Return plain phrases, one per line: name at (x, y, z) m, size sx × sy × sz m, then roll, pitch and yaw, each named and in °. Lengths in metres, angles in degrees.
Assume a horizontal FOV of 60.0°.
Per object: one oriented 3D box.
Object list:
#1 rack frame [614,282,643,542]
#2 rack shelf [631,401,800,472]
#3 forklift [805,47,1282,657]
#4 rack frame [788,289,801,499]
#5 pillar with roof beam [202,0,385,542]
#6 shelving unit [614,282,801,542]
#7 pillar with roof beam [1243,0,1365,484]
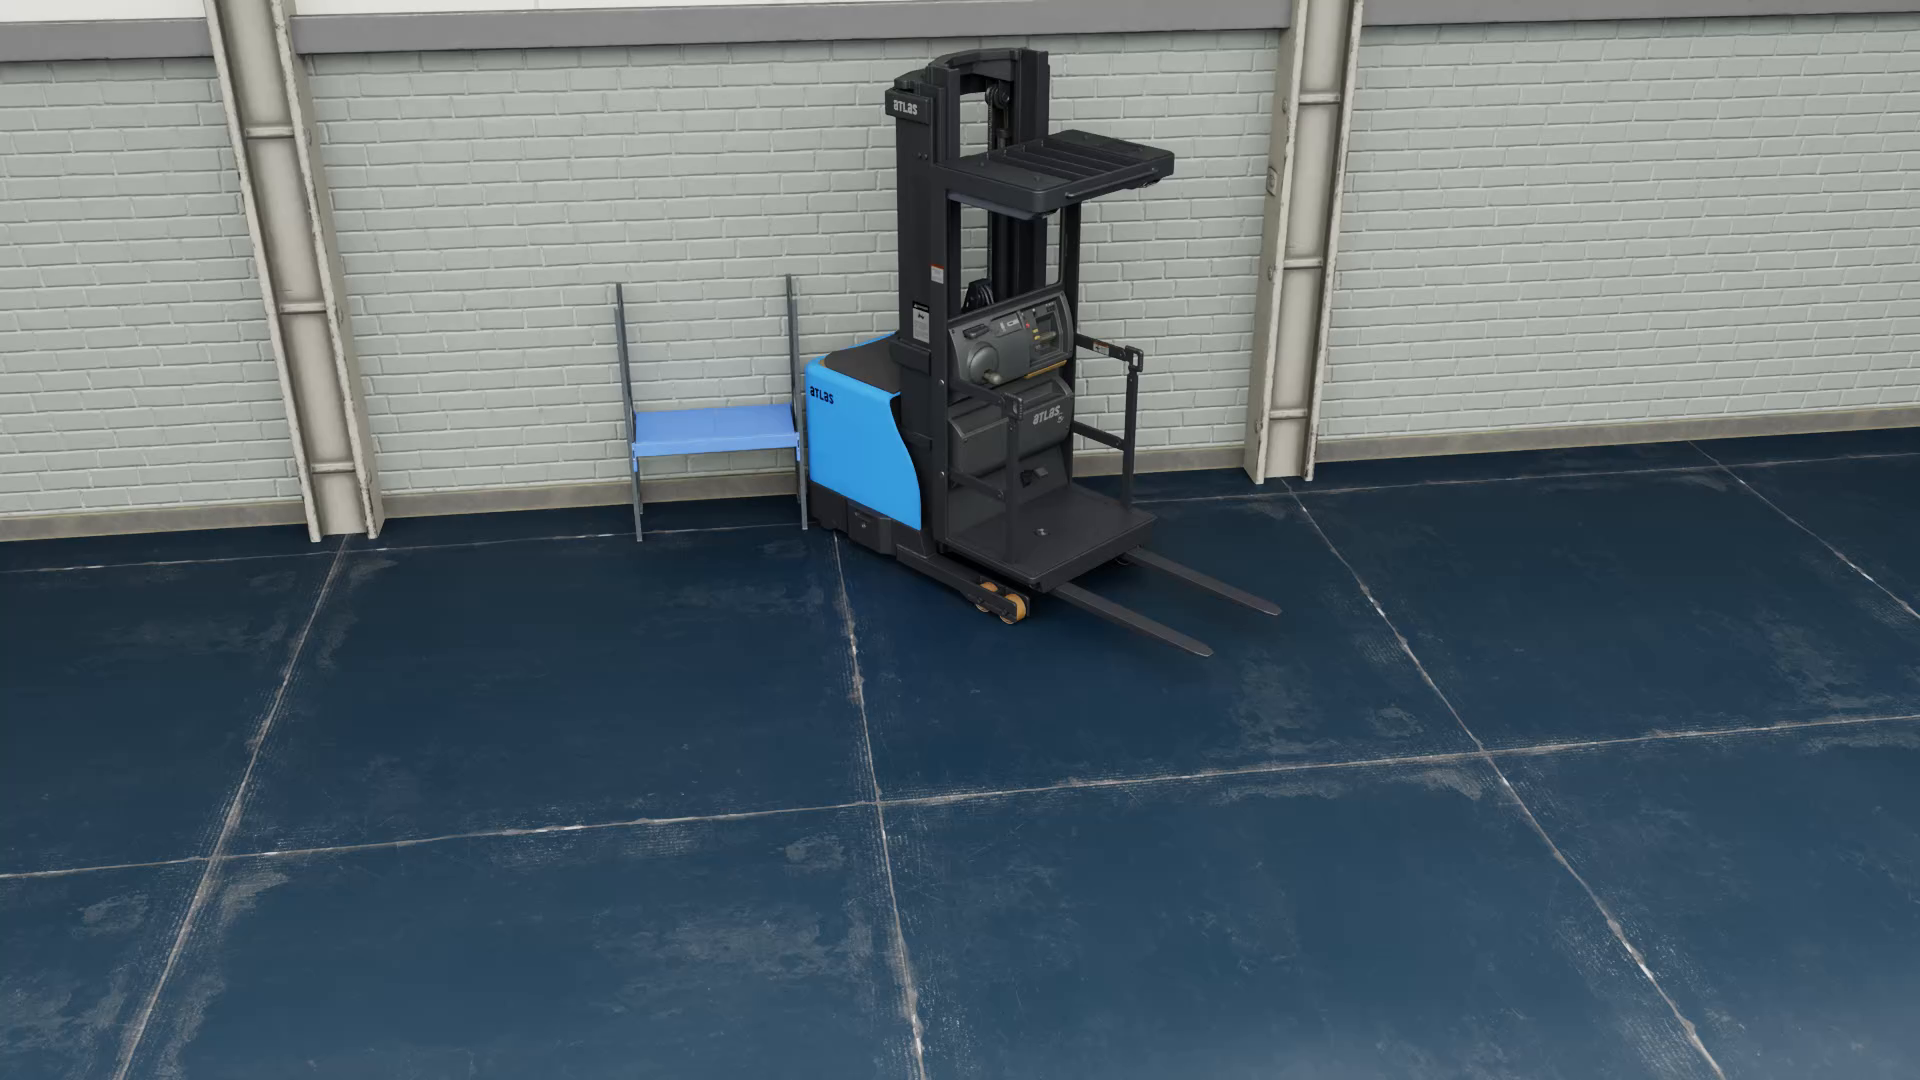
rack frame at (-2.010, -0.769, 10.105) m, size 0.032 × 1.500 × 0.500 m, roll -4°, pitch 27°, yaw -8°
rack shelf at (-1.508, -0.646, 10.260) m, size 1.000 × 0.185 × 0.538 m, roll -4°, pitch 27°, yaw -8°
forklift at (0.444, -1.100, 9.184) m, size 1.130 × 2.935 × 3.031 m, roll -24°, pitch 36°, yaw -39°
rack frame at (-1.007, -0.844, 10.252) m, size 0.013 × 1.308 × 0.475 m, roll -4°, pitch 27°, yaw -8°
pillar with roof beam at (-3.218, -2.127, 4.539) m, size 0.400 × 9.000 × 9.100 m, roll -4°, pitch 27°, yaw -7°
shelving unit at (-1.513, -0.806, 10.177) m, size 1.039 × 1.500 × 0.538 m, roll -4°, pitch 27°, yaw -8°
pillar with roof beam at (2.724, -2.509, 5.282) m, size 0.400 × 9.000 × 9.100 m, roll -4°, pitch 27°, yaw -7°
